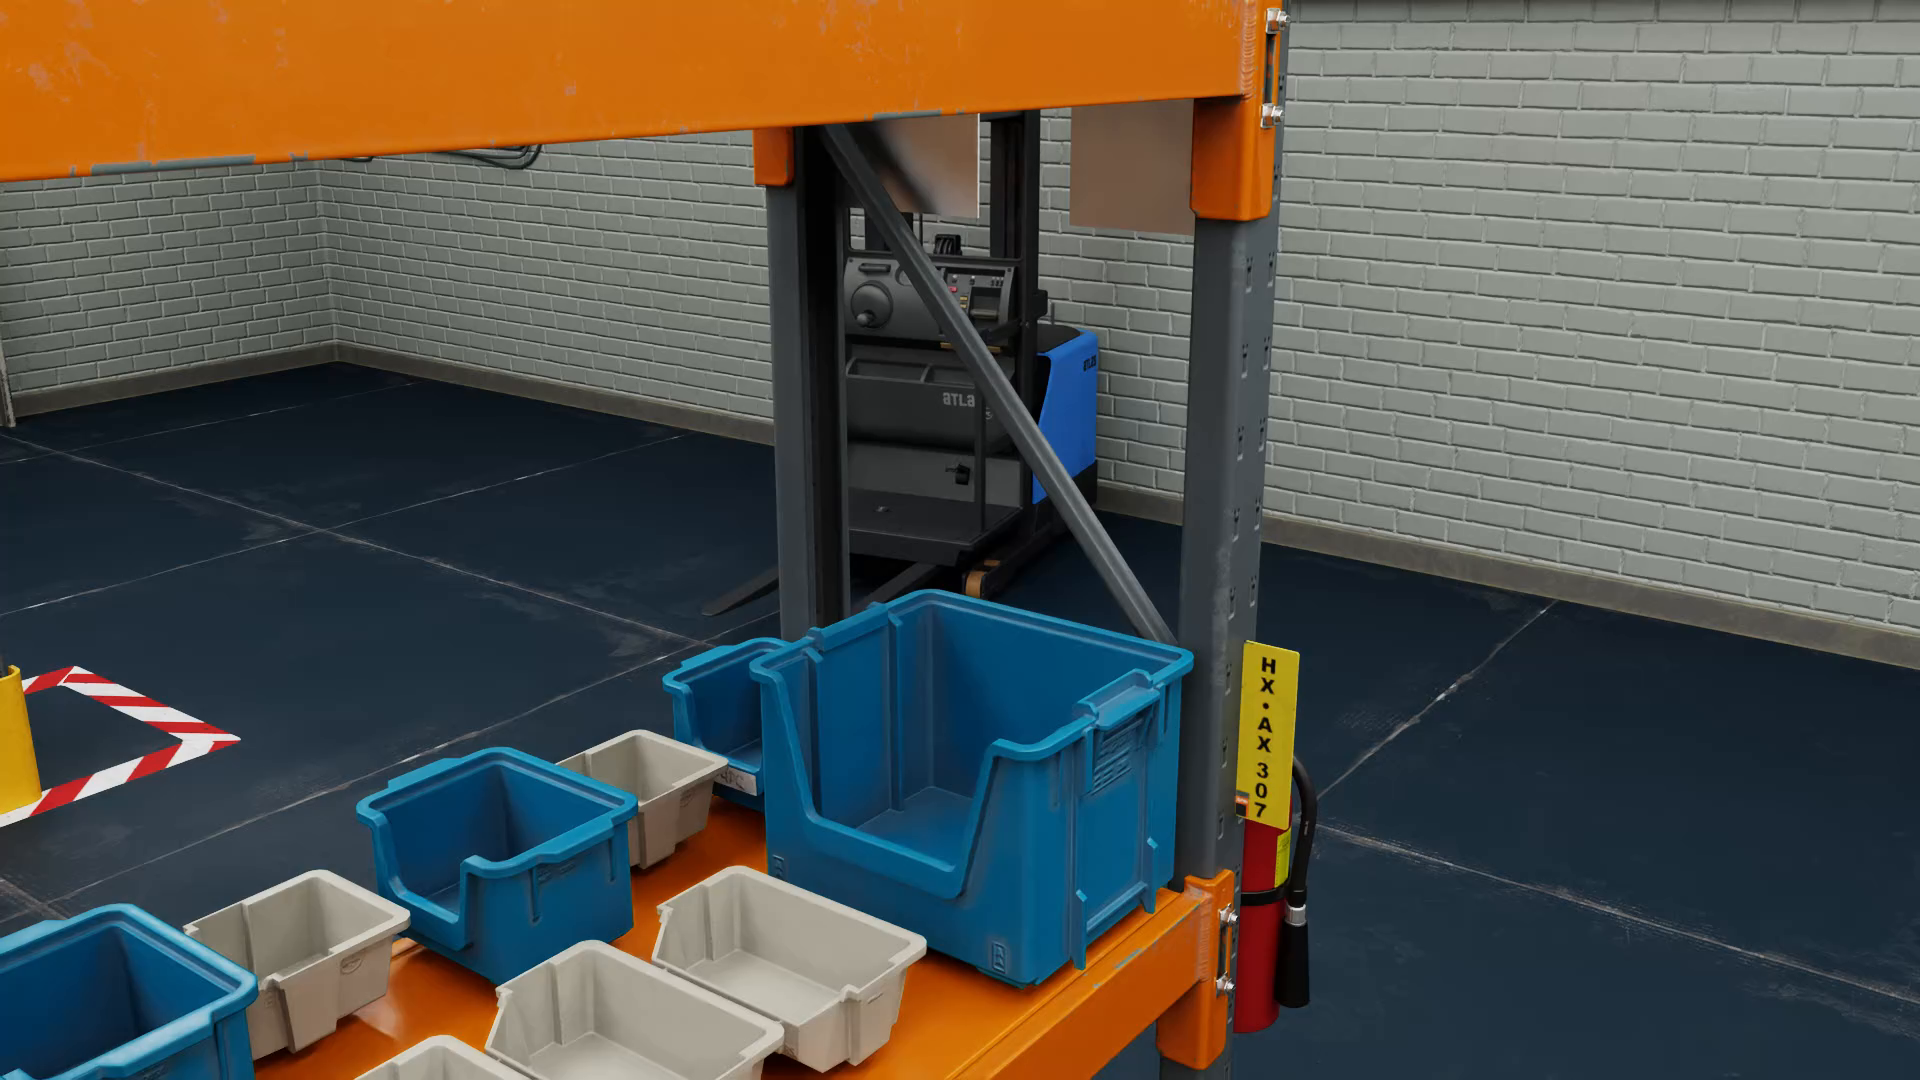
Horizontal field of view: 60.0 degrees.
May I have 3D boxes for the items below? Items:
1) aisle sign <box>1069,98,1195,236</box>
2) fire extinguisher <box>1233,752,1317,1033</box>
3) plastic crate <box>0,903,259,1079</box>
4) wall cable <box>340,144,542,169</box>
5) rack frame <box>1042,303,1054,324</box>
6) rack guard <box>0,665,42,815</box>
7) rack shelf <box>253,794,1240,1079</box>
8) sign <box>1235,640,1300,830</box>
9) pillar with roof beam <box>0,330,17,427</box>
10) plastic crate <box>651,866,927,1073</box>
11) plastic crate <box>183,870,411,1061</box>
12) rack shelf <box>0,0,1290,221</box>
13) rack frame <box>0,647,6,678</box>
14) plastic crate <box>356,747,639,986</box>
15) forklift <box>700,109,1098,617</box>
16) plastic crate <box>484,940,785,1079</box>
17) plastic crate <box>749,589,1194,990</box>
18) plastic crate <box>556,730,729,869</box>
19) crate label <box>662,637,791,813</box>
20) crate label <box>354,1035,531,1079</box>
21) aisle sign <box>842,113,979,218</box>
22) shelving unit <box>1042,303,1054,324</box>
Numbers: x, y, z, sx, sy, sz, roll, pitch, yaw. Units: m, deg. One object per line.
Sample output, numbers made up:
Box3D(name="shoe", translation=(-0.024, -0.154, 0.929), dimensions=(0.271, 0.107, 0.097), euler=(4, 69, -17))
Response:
Box3D(name="aisle sign", translation=(0.349, -0.888, 2.663), dimensions=(0.394, 0.787, 0.004), euler=(12, 21, 35))
Box3D(name="fire extinguisher", translation=(0.526, 0.578, 3.084), dimensions=(0.296, 0.674, 0.183), euler=(12, 21, 35))
Box3D(name="plastic crate", translation=(-1.125, 0.684, 2.164), dimensions=(0.416, 0.233, 0.300), euler=(12, 21, 35))
Box3D(name="wall cable", translation=(-4.229, -4.098, 12.503), dimensions=(3.097, 2.526, 0.112), euler=(12, 21, 35))
Box3D(name="rack frame", translation=(0.452, -0.826, 9.929), dimensions=(0.240, 1.200, 0.006), euler=(11, 20, 35))
Box3D(name="rack guard", translation=(-3.950, 0.654, 6.294), dimensions=(1.175, 0.500, 0.348), euler=(12, 21, 35))
Box3D(name="rack shelf", translation=(-1.121, 1.139, 1.732), dimensions=(1.077, 0.370, 4.000), euler=(12, 21, 35))
Box3D(name="sign", translation=(0.522, 0.334, 2.835), dimensions=(0.100, 0.325, 0.005), euler=(12, 21, 35))
Box3D(name="pillar with roof beam", translation=(-3.514, -4.332, 8.021), dimensions=(9.100, 9.000, 0.400), euler=(12, 21, 35))
Box3D(name="plastic crate", translation=(-0.270, 0.642, 2.462), dimensions=(0.396, 0.136, 0.243), euler=(12, 21, 35))
Box3D(name="plastic crate", translation=(-1.003, 0.640, 2.469), dimensions=(0.250, 0.136, 0.298), euler=(12, 21, 35))
Box3D(name="rack shelf", translation=(-1.121, -0.294, 1.288), dimensions=(1.077, 0.370, 4.000), euler=(12, 21, 35))
Box3D(name="rack frame", translation=(-3.905, -0.558, 5.981), dimensions=(1.000, 3.000, 0.127), euler=(12, 21, 35))
Box3D(name="plastic crate", translation=(-0.733, 0.527, 2.669), dimensions=(0.416, 0.233, 0.300), euler=(12, 21, 35))
Box3D(name="forklift", translation=(-0.251, -1.229, 8.258), dimensions=(1.130, 2.935, 3.031), euler=(7, 19, 22))
Box3D(name="plastic crate", translation=(-0.454, 0.709, 2.247), dimensions=(0.396, 0.136, 0.243), euler=(12, 21, 35))
Box3D(name="plastic crate", translation=(0.021, 0.386, 2.783), dimensions=(0.616, 0.435, 0.499), euler=(12, 21, 35))
Box3D(name="plastic crate", translation=(-0.598, 0.478, 2.989), dimensions=(0.250, 0.136, 0.298), euler=(12, 21, 35))
Box3D(name="crate label", translation=(-0.341, 0.371, 3.174), dimensions=(0.416, 0.233, 0.303), euler=(12, 21, 35))
Box3D(name="crate label", translation=(-0.600, 0.779, 2.020), dimensions=(0.396, 0.136, 0.243), euler=(12, 21, 35))
Box3D(name="aisle sign", translation=(-0.125, -0.992, 2.998), dimensions=(0.394, 0.787, 0.004), euler=(12, 21, 35))
Box3D(name="shelving unit", translation=(0.398, -0.805, 9.859), dimensions=(0.258, 1.200, 0.189), euler=(11, 20, 35))
